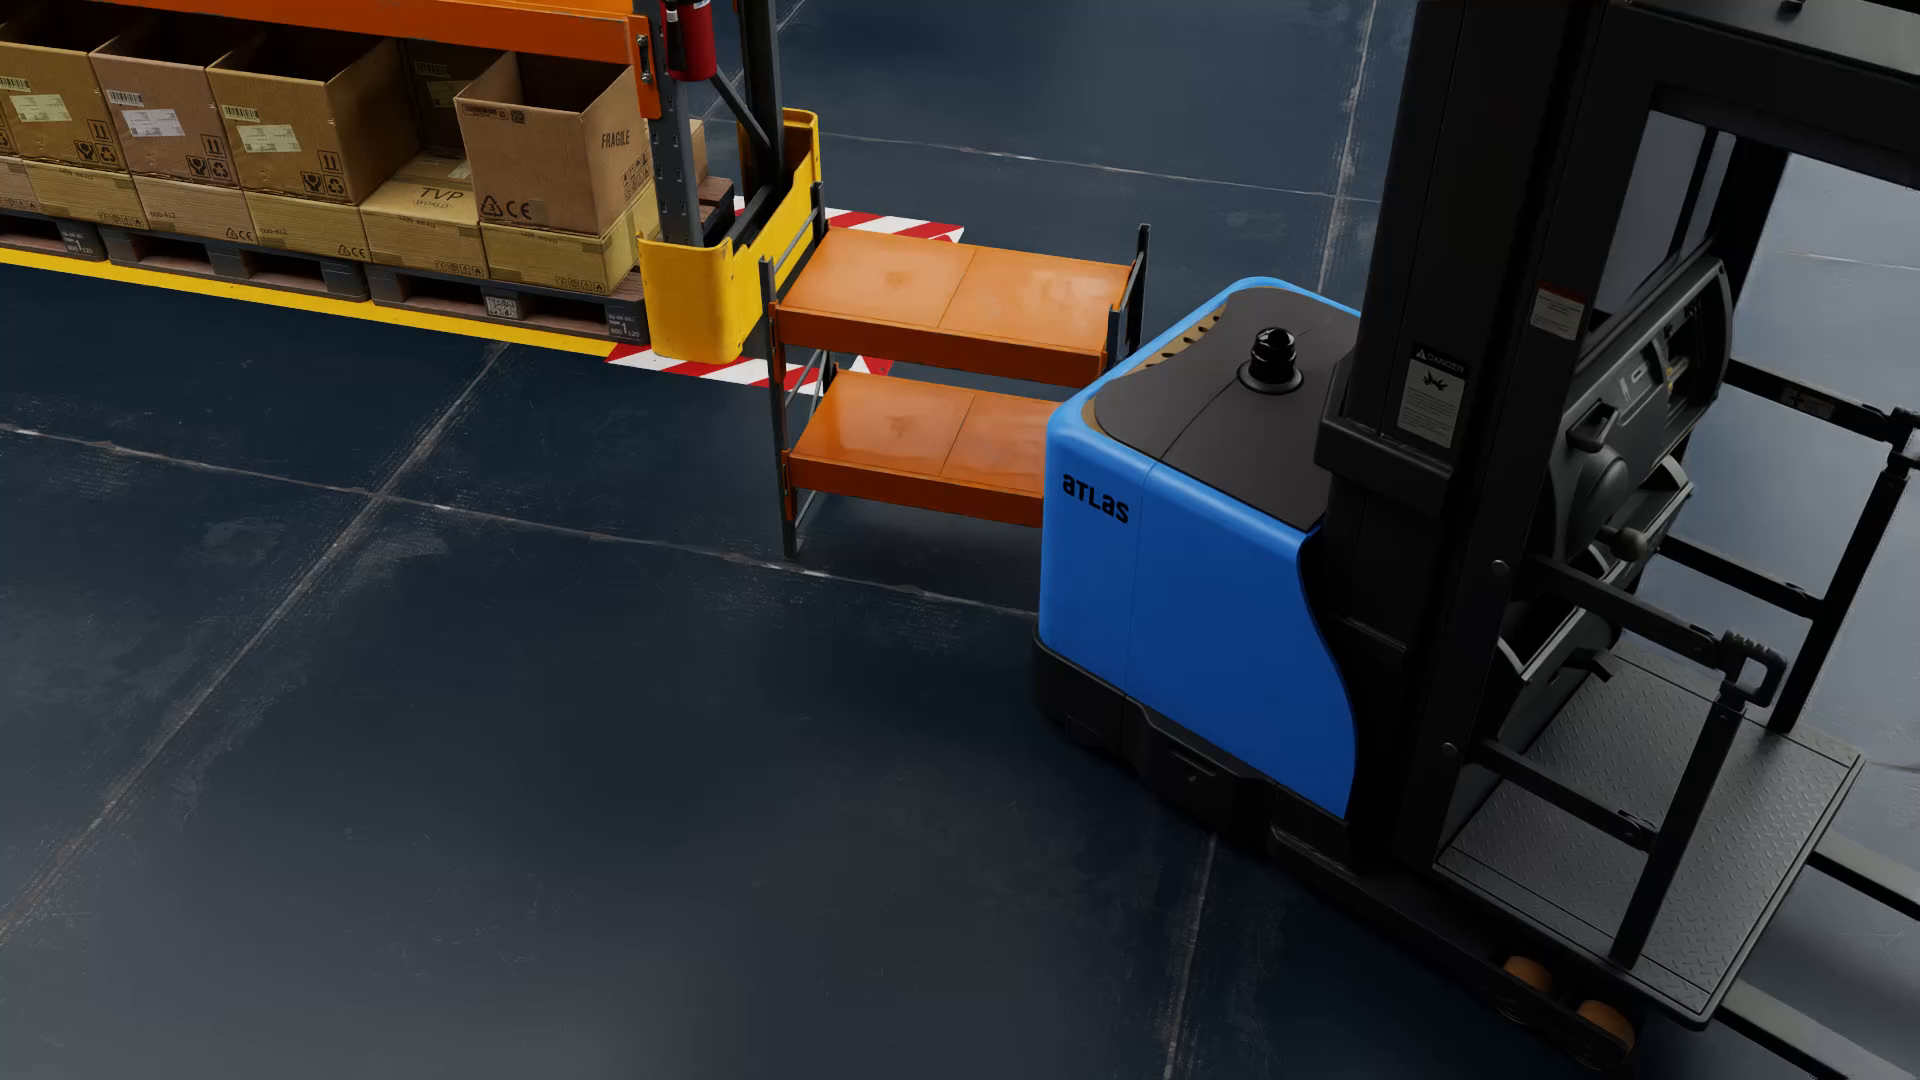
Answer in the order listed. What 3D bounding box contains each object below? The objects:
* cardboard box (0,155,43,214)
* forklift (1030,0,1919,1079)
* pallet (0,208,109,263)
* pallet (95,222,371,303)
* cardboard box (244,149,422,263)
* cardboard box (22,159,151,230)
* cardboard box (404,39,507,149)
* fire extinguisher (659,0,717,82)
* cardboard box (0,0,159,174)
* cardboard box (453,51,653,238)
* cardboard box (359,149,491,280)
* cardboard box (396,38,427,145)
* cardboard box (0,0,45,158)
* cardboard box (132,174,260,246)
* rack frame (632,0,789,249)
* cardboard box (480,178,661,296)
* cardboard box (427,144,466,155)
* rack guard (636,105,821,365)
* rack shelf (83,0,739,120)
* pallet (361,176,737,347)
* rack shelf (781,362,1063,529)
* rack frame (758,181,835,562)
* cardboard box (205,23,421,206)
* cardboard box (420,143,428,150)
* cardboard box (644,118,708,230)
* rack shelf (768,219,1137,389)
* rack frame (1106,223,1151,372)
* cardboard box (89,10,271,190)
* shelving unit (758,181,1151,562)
[{"bbox_3d":[-3.924,-1.622,6.954,0.500,0.250,0.500,10,41,11],"label":"cardboard box"},{"bbox_3d":[1.650,-0.231,3.539,3.031,2.935,1.130,29,48,30],"label":"forklift"},{"bbox_3d":[-4.018,-1.640,7.332,1.213,0.211,1.003,10,41,11],"label":"pallet"},{"bbox_3d":[-2.836,-1.438,7.092,1.213,0.211,1.003,10,41,11],"label":"pallet"},{"bbox_3d":[-2.475,-1.372,6.657,0.500,0.250,0.500,10,41,11],"label":"cardboard box"},{"bbox_3d":[-3.443,-1.536,6.851,0.500,0.250,0.500,10,41,11],"label":"cardboard box"},{"bbox_3d":[-1.856,-1.905,6.708,0.500,0.500,0.500,10,41,11],"label":"cardboard box"},{"bbox_3d":[-0.917,-1.863,5.490,0.183,0.674,0.296,10,41,11],"label":"fire extinguisher"},{"bbox_3d":[-3.442,-1.823,6.611,0.500,0.500,0.500,10,41,11],"label":"cardboard box"},{"bbox_3d":[-1.506,-1.500,6.226,0.500,0.500,0.500,10,41,11],"label":"cardboard box"},{"bbox_3d":[-1.992,-1.290,6.559,0.500,0.250,0.500,10,41,11],"label":"cardboard box"},{"bbox_3d":[-2.342,-1.980,6.798,0.500,0.500,0.500,10,41,11],"label":"cardboard box"},{"bbox_3d":[-3.923,-1.911,6.715,0.500,0.500,0.500,10,41,11],"label":"cardboard box"},{"bbox_3d":[-2.958,-1.456,6.757,0.500,0.250,0.500,10,41,11],"label":"cardboard box"},{"bbox_3d":[-0.911,-2.201,5.832,0.127,3.000,1.000,10,41,11],"label":"rack frame"},{"bbox_3d":[-1.506,-1.214,6.469,0.500,0.250,0.500,10,41,11],"label":"cardboard box"},{"bbox_3d":[-1.856,-1.617,6.948,0.500,0.250,0.500,10,41,11],"label":"cardboard box"},{"bbox_3d":[-0.888,-1.240,6.631,0.348,0.500,1.175,10,41,11],"label":"rack guard"},{"bbox_3d":[-2.844,-2.258,6.459,4.000,0.370,1.077,10,41,11],"label":"rack shelf"},{"bbox_3d":[-1.661,-1.234,6.849,1.213,0.211,1.003,10,41,11],"label":"pallet"},{"bbox_3d":[-0.007,-0.245,5.341,1.000,0.278,0.538,10,41,11],"label":"rack shelf"},{"bbox_3d":[-0.498,-0.516,5.284,0.032,1.125,0.500,10,41,11],"label":"rack frame"},{"bbox_3d":[-2.476,-1.657,6.413,0.500,0.500,0.500,10,41,11],"label":"cardboard box"},{"bbox_3d":[-2.339,-1.700,7.048,0.500,0.250,0.500,10,41,11],"label":"cardboard box"},{"bbox_3d":[-1.372,-1.536,6.852,0.500,0.250,0.500,10,41,11],"label":"cardboard box"},{"bbox_3d":[-0.007,-0.656,4.995,1.000,0.278,0.538,10,41,11],"label":"rack shelf"},{"bbox_3d":[0.485,-0.347,5.083,0.032,1.125,0.500,10,41,11],"label":"rack frame"},{"bbox_3d":[-2.959,-1.741,6.513,0.500,0.500,0.500,10,41,11],"label":"cardboard box"},{"bbox_3d":[-0.007,-0.432,5.183,1.048,1.125,0.538,10,41,11],"label":"shelving unit"}]
